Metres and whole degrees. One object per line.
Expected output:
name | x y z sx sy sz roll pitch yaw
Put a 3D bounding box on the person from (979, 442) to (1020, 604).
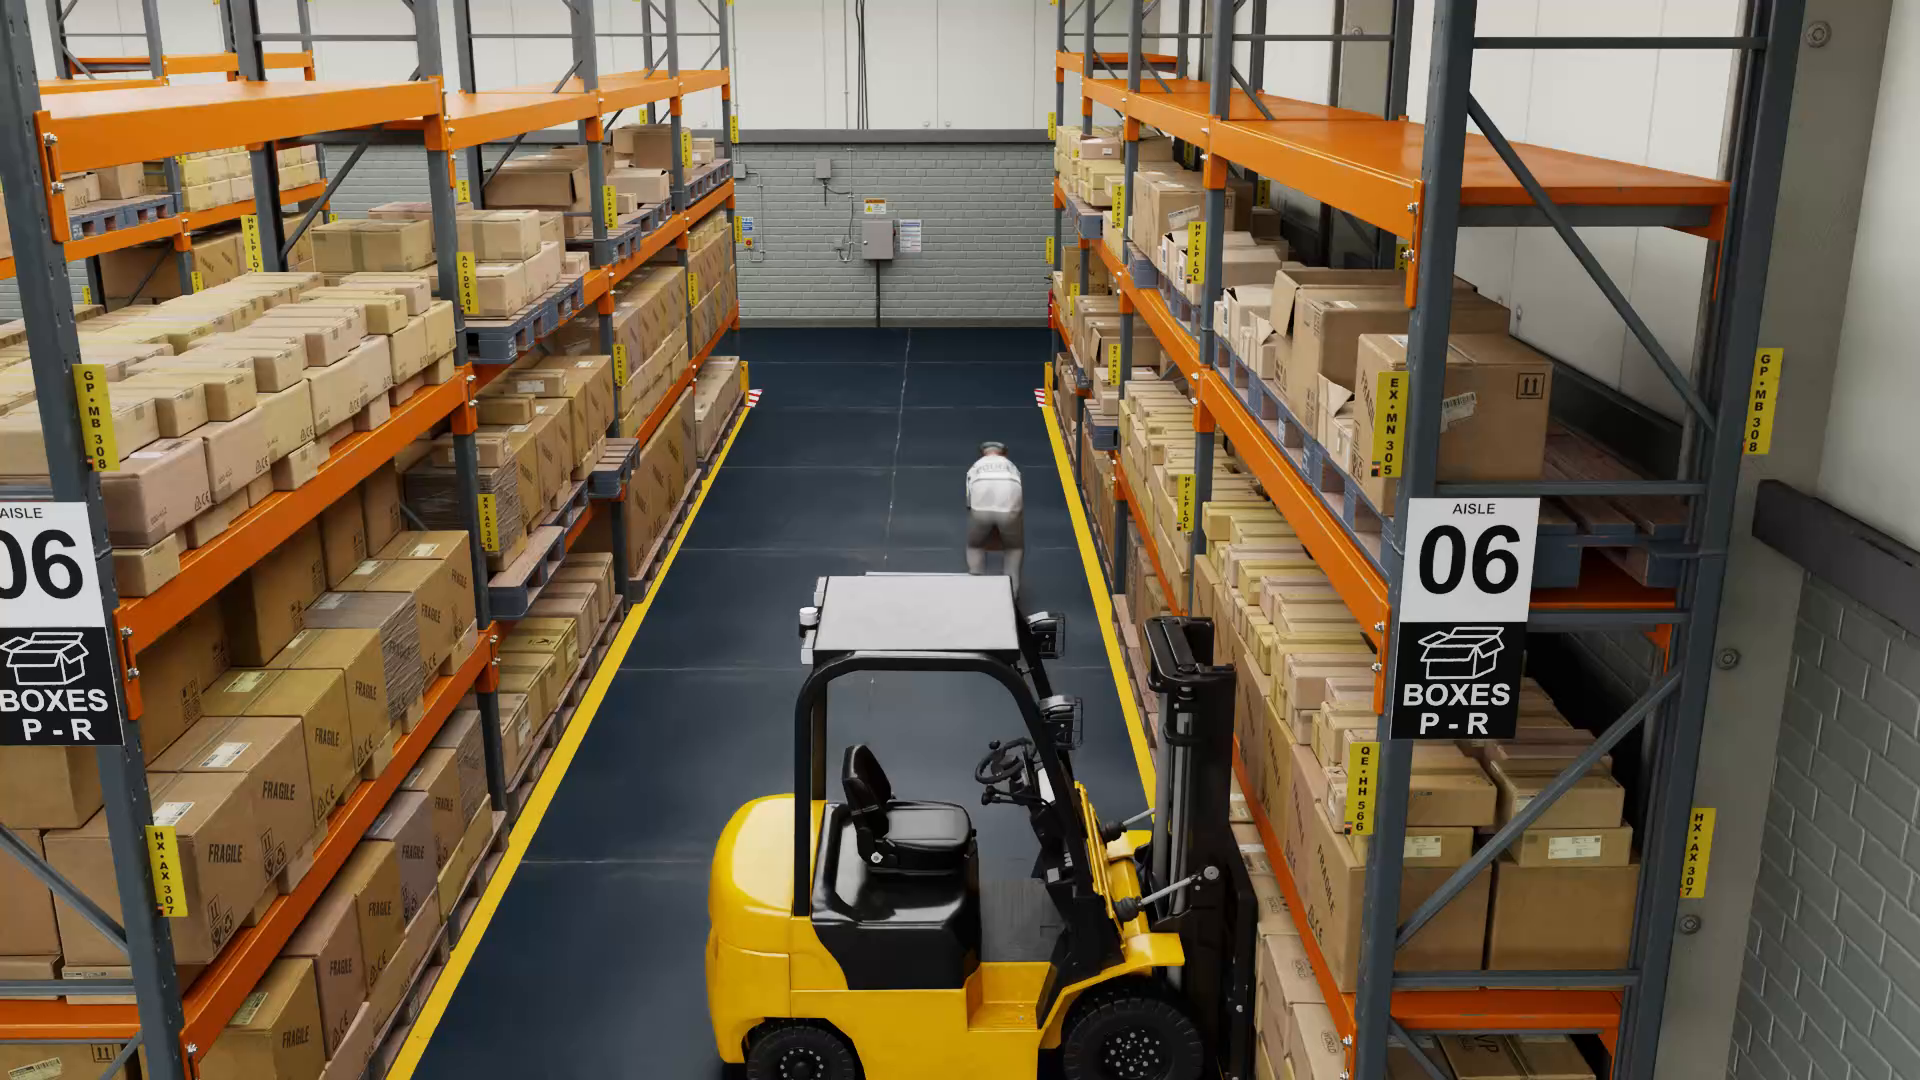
person | 0.295 -0.145 13.889 0.425 1.242 0.914 0 17 1
